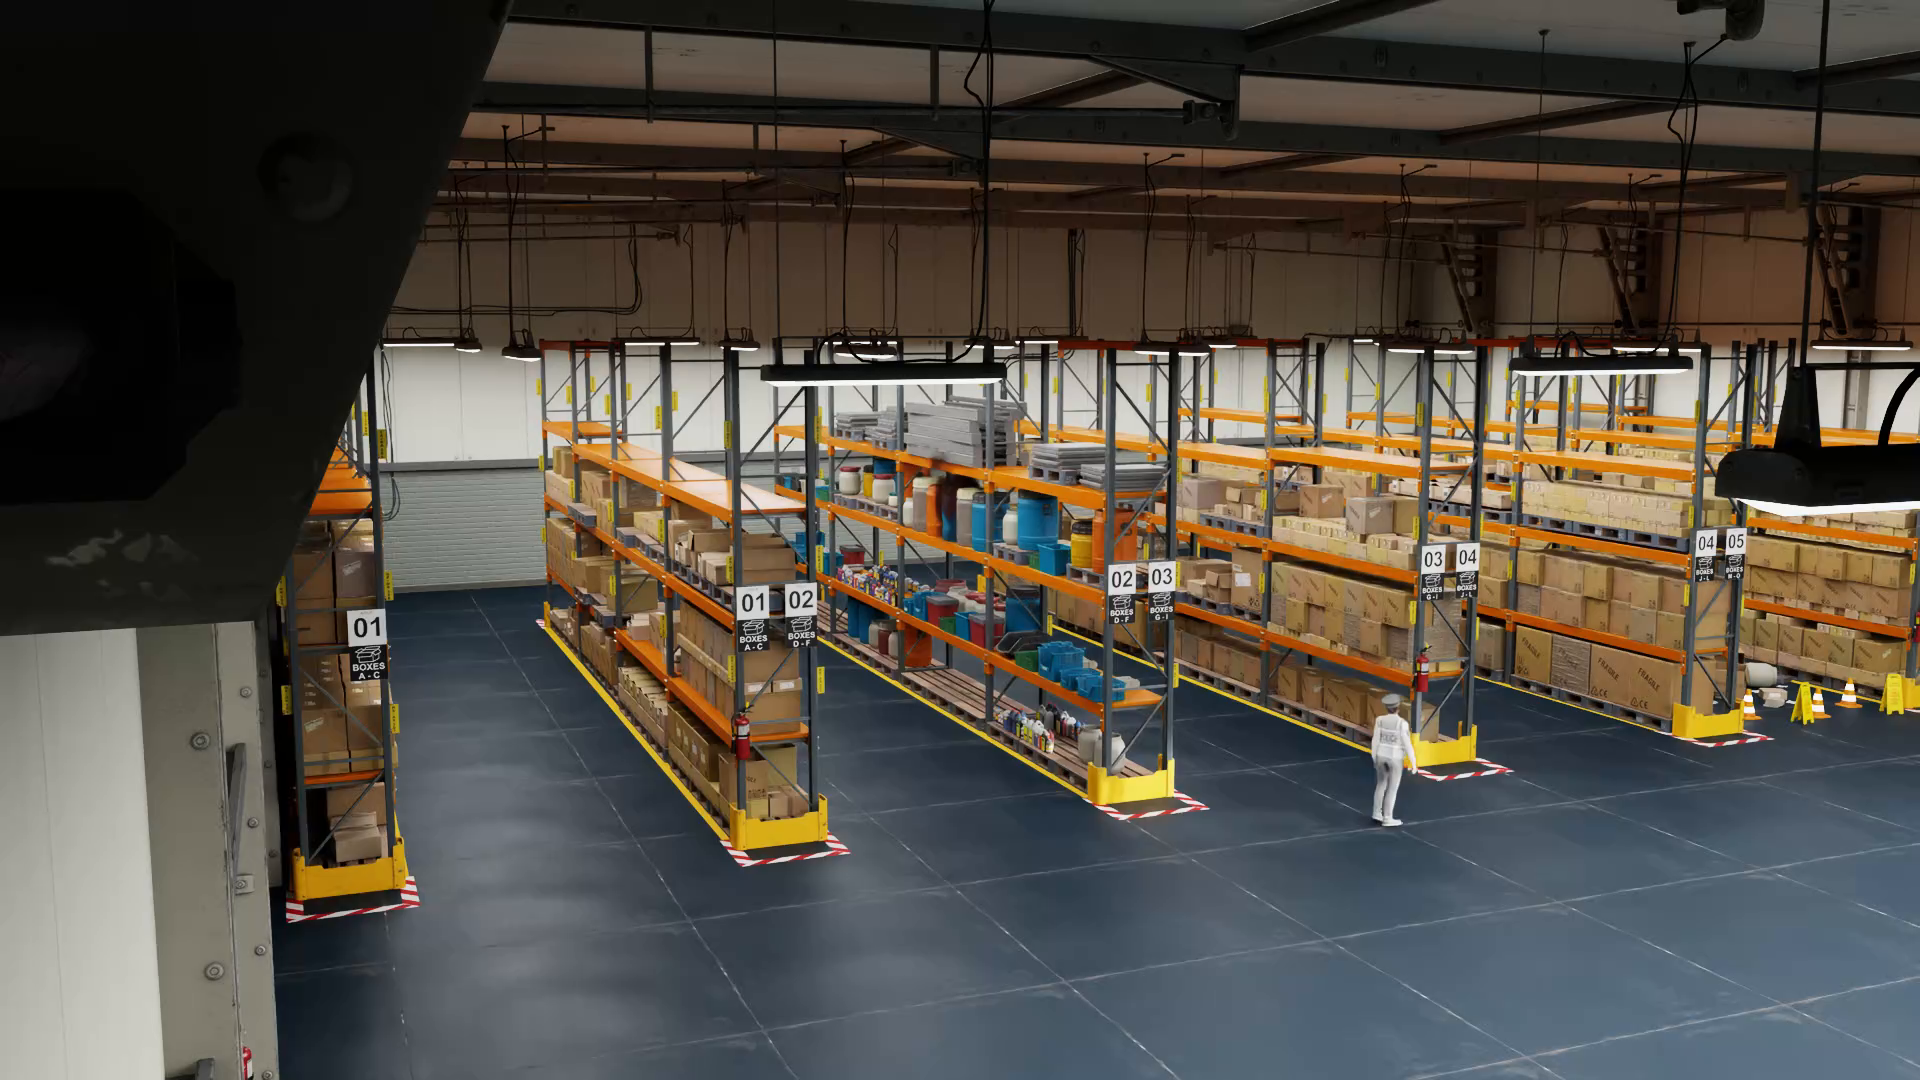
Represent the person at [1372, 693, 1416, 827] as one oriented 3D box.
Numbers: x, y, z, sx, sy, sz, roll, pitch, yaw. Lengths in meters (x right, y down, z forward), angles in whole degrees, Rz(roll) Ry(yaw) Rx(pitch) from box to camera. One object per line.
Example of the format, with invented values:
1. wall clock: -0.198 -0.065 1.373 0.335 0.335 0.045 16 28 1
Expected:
1. person: 5.495 2.800 21.029 0.386 1.715 0.569 -7 10 -44
